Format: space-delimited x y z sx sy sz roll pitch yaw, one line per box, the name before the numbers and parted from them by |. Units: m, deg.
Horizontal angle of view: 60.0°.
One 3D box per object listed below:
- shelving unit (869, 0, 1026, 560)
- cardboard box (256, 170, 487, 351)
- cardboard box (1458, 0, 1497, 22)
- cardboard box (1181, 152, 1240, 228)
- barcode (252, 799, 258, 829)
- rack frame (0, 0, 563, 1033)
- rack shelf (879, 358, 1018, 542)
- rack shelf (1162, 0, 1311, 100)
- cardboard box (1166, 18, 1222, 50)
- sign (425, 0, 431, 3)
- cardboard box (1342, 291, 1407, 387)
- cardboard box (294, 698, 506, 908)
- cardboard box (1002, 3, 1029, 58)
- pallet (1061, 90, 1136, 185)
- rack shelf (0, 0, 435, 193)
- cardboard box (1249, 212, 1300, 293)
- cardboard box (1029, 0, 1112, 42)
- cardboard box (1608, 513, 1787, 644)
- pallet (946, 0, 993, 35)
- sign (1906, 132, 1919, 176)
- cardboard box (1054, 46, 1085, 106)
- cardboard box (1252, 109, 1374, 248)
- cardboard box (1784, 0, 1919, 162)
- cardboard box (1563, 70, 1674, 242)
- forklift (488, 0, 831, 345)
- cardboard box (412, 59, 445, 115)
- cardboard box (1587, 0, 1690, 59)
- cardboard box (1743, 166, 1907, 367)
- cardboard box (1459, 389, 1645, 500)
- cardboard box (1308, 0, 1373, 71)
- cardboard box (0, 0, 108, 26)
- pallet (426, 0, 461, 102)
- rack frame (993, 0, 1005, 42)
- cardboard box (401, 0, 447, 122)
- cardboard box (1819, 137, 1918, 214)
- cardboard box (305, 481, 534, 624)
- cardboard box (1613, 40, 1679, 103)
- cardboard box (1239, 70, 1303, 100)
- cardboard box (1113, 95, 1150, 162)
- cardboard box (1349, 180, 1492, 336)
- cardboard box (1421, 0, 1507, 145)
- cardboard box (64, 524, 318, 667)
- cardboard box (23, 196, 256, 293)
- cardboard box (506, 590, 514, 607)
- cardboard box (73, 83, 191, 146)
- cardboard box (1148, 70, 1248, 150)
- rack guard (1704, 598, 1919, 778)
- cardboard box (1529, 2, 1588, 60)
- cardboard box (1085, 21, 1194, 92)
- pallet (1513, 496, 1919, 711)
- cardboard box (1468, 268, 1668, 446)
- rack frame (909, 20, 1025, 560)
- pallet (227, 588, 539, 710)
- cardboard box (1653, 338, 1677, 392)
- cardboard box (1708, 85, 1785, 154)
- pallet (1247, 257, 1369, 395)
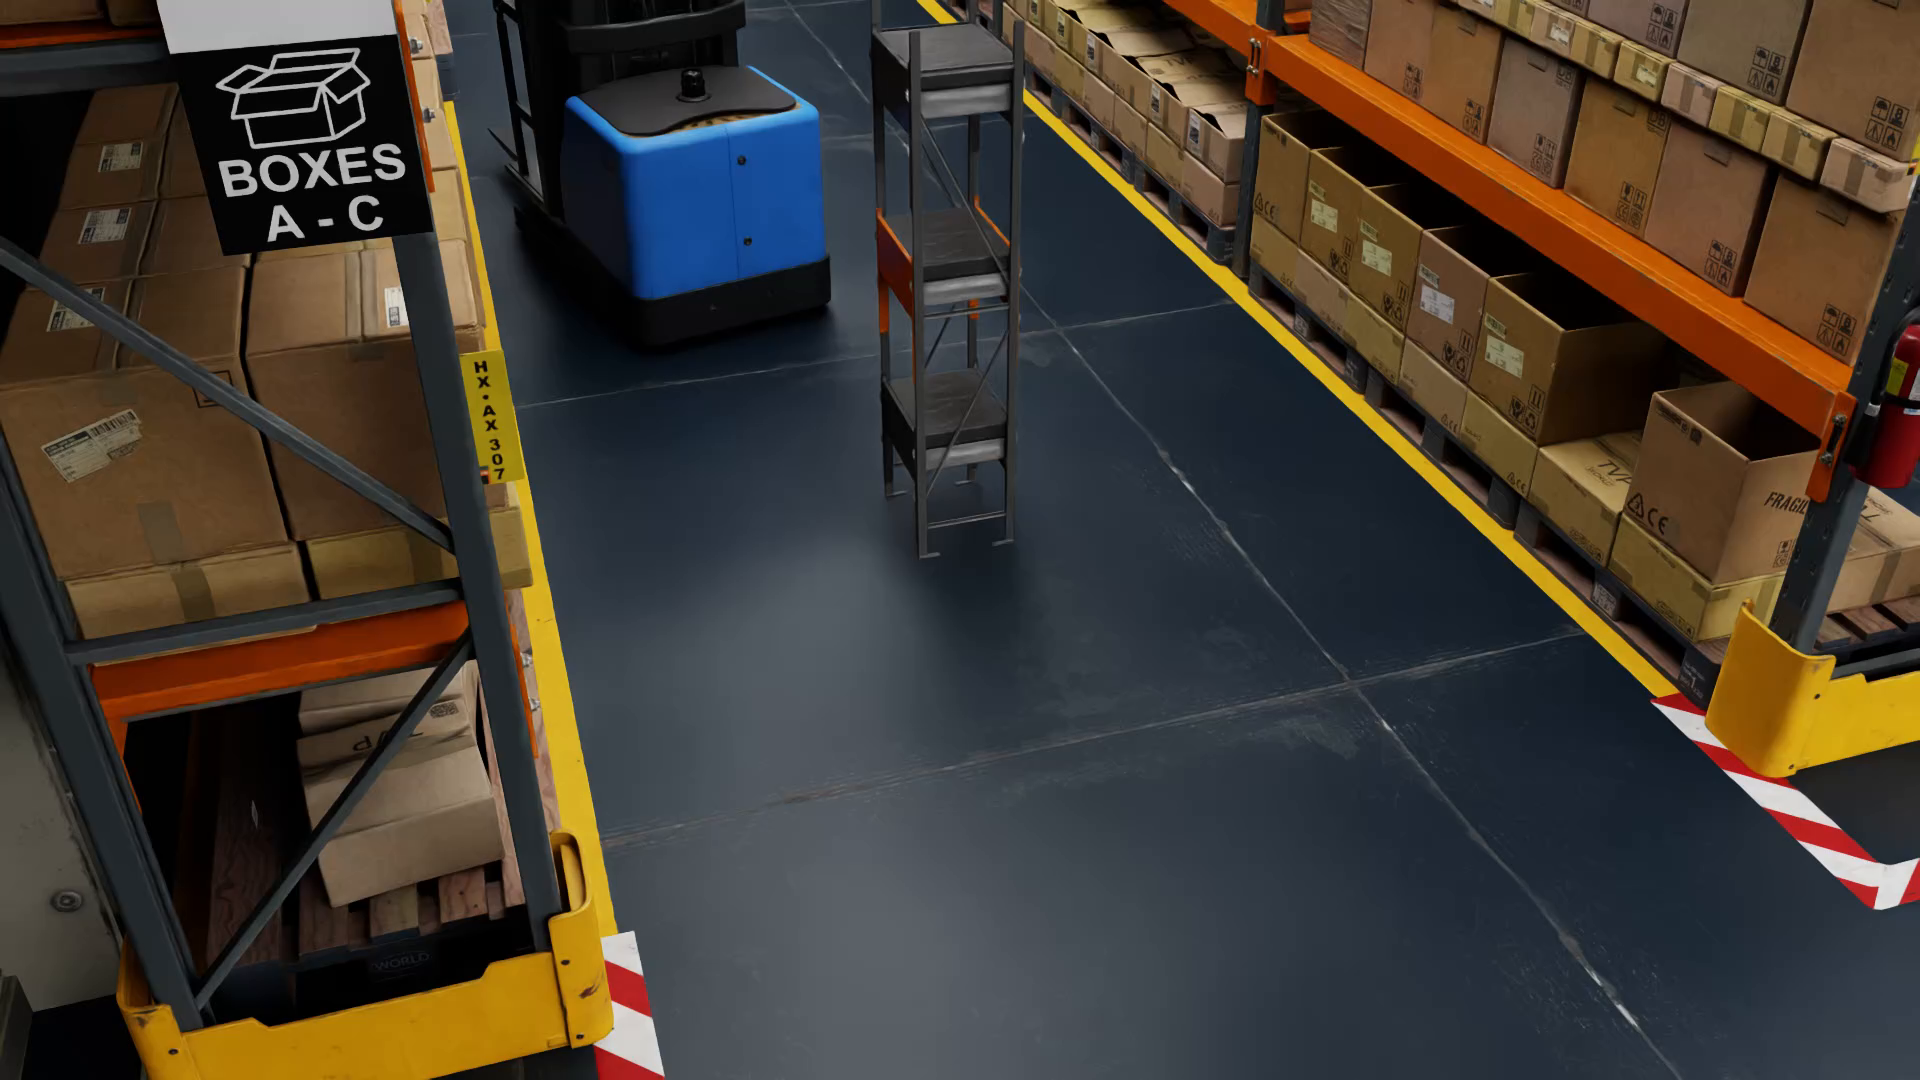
shelving unit | -0.050 -0.963 6.303 0.431 2.100 0.503 -10 35 -15
cardboard box | -1.546 -0.634 4.427 0.500 0.500 0.500 -10 35 -15
cardboard box | 2.246 -2.211 6.697 0.380 0.149 0.250 -11 35 -16
cardboard box | 1.549 -1.946 9.087 0.500 0.250 0.500 -10 35 -15
barcode | -2.057 0.800 4.850 0.001 0.075 0.075 -10 35 -15
rack frame | -1.545 0.187 3.747 1.000 3.000 0.127 -10 35 -15
rack shelf | -0.050 -0.368 6.696 0.431 0.518 0.480 -10 35 -15
rack shelf | 1.341 -3.498 9.976 1.077 0.370 4.000 -10 35 -15
cardboard box | 1.592 -3.076 10.289 0.500 0.311 0.500 -9 35 -13
sign | -2.251 -2.370 6.831 0.100 0.325 0.005 -10 35 -15
cardboard box | 2.099 -0.955 7.588 0.500 0.250 0.500 -10 35 -15
cardboard box | -1.670 0.746 4.939 0.500 0.311 0.500 -14 36 -20
cardboard box | 0.611 -3.552 11.518 0.500 0.250 0.500 -10 35 -15
pallet | 1.314 -2.607 10.504 1.003 0.211 1.213 -10 35 -15
rack shelf | -2.155 -1.815 4.707 1.077 0.370 4.000 -10 35 -15
cardboard box | 1.804 -1.482 8.385 0.500 0.250 0.500 -10 35 -15
cardboard box | 0.780 -3.512 10.948 0.500 0.311 0.500 -11 35 -16
cardboard box | 2.727 0.092 6.004 0.500 0.250 0.500 -10 35 -15
pallet | 0.540 -4.084 12.738 1.003 0.211 1.213 -10 35 -15
sign | 2.651 -1.146 4.499 0.100 0.325 0.005 -10 35 -15
cardboard box | 0.930 -3.017 10.708 0.500 0.250 0.500 -11 35 -16
cardboard box | 1.795 -1.793 8.176 0.500 0.500 0.500 -10 35 -15
cardboard box | 3.025 -1.506 5.041 0.700 0.500 0.500 -10 35 -15
cardboard box | 2.731 -1.474 6.169 0.700 0.500 0.500 -10 35 -14
forklift | -1.836 -2.949 8.555 1.130 2.935 3.031 -18 37 -25
cardboard box | -1.866 -1.176 5.246 0.500 0.500 0.500 -9 34 -13
cardboard box | 2.705 -2.046 5.858 0.700 0.500 0.500 -10 35 -15
cardboard box | 3.041 -0.937 5.357 0.700 0.500 0.500 -10 35 -15
cardboard box | 2.408 -0.431 6.795 0.500 0.250 0.500 -10 35 -15
cardboard box | 2.093 -2.558 7.810 0.700 0.500 0.500 -11 35 -16
cardboard box | -1.913 -1.291 3.154 0.500 0.500 0.500 -8 34 -11
pallet | -2.860 -2.259 7.622 1.003 0.211 1.213 -10 35 -15
rack frame | 0.731 -4.849 11.367 1.000 3.000 0.127 -10 35 -15
cardboard box | -2.169 -1.715 6.062 0.500 0.500 0.500 -10 35 -15
cardboard box | 2.874 -1.129 5.059 0.380 0.149 0.250 -11 35 -16
cardboard box | -1.391 -0.069 4.251 0.500 0.250 0.500 -11 35 -16
cardboard box | 2.559 -1.671 5.879 0.380 0.149 0.250 -9 34 -13
cardboard box | 1.915 -2.533 9.467 0.500 0.311 0.500 -10 35 -15
cardboard box | 1.240 -2.480 9.895 0.500 0.250 0.500 -9 35 -14
cardboard box | 2.100 -1.268 7.382 0.500 0.500 0.500 -10 35 -15
cardboard box | 2.409 -2.018 6.993 0.700 0.500 0.500 -10 35 -14
cardboard box | -1.872 0.028 4.105 0.500 0.250 0.500 -10 35 -14
cardboard box | -2.035 -0.550 4.299 0.500 0.500 0.500 -10 35 -14
cardboard box | -2.020 -0.025 5.936 0.700 0.500 0.500 -12 35 -18
cardboard box | -2.351 -1.085 5.109 0.500 0.500 0.500 -10 35 -14
cardboard box | 1.390 -2.447 9.337 0.500 0.311 0.500 -9 35 -13
rack guard | 3.179 0.407 5.681 1.175 0.500 0.348 -10 35 -15
cardboard box | 2.398 -1.943 6.291 0.380 0.149 0.250 -10 35 -15
cardboard box | 1.090 -2.974 10.134 0.500 0.311 0.500 -10 35 -15
pallet | 2.898 0.120 6.376 1.003 0.211 1.213 -10 35 -15
cardboard box | 2.406 -0.743 6.587 0.500 0.500 0.500 -10 35 -15
rack frame | 0.024 -0.835 6.109 0.400 2.100 0.015 -10 35 -15
pallet | -2.151 0.238 6.198 1.003 0.211 1.213 -10 35 -15
cardboard box | 2.901 -0.831 6.720 0.500 0.500 0.500 -10 35 -15
cardboard box | 2.714 -1.401 5.470 0.380 0.149 0.250 -11 35 -15
pallet | 2.154 -1.161 8.315 1.003 0.211 1.213 -10 35 -15
